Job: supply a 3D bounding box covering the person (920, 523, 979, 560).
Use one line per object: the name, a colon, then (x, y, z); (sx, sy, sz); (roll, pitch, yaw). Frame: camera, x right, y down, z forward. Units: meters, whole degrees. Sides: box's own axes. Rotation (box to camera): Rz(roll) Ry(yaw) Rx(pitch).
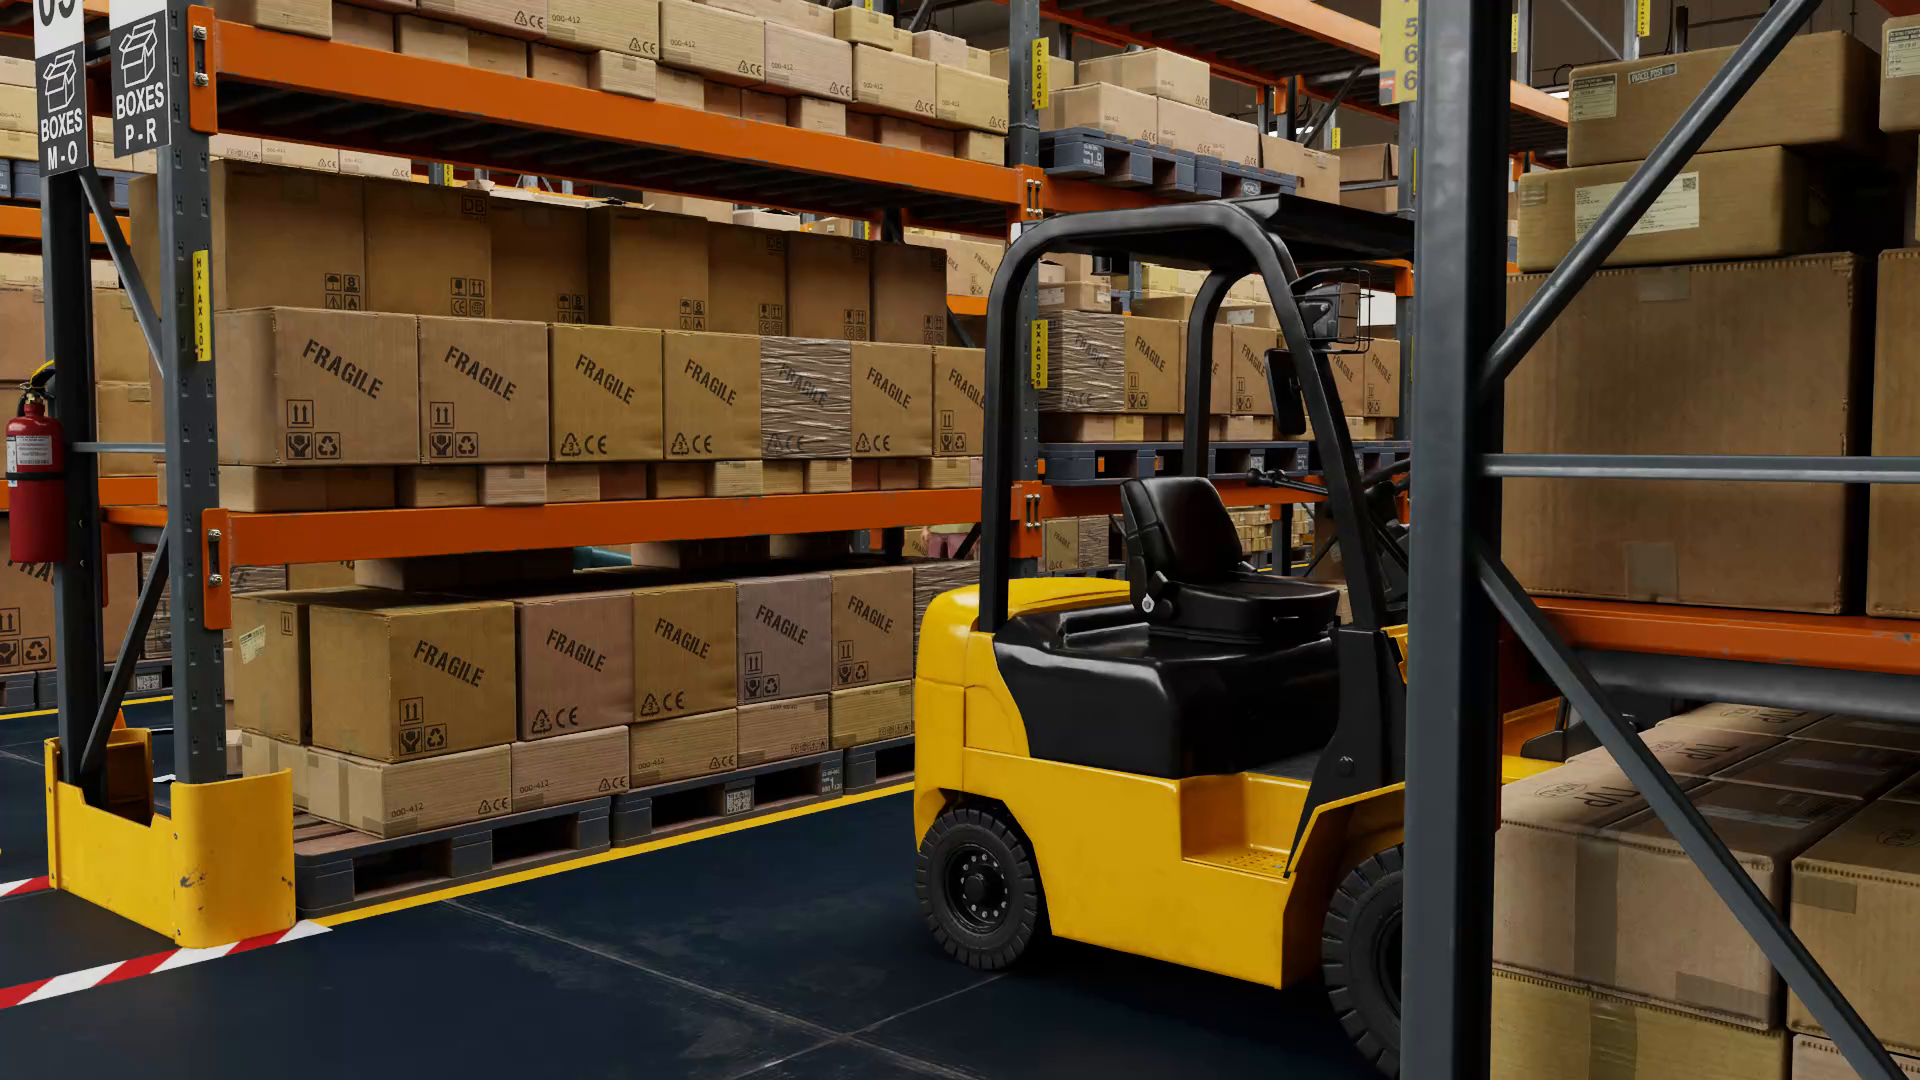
person: (-0.064, -0.013, 11.644); (0.512, 1.650, 0.348); (3, 5, 39)
